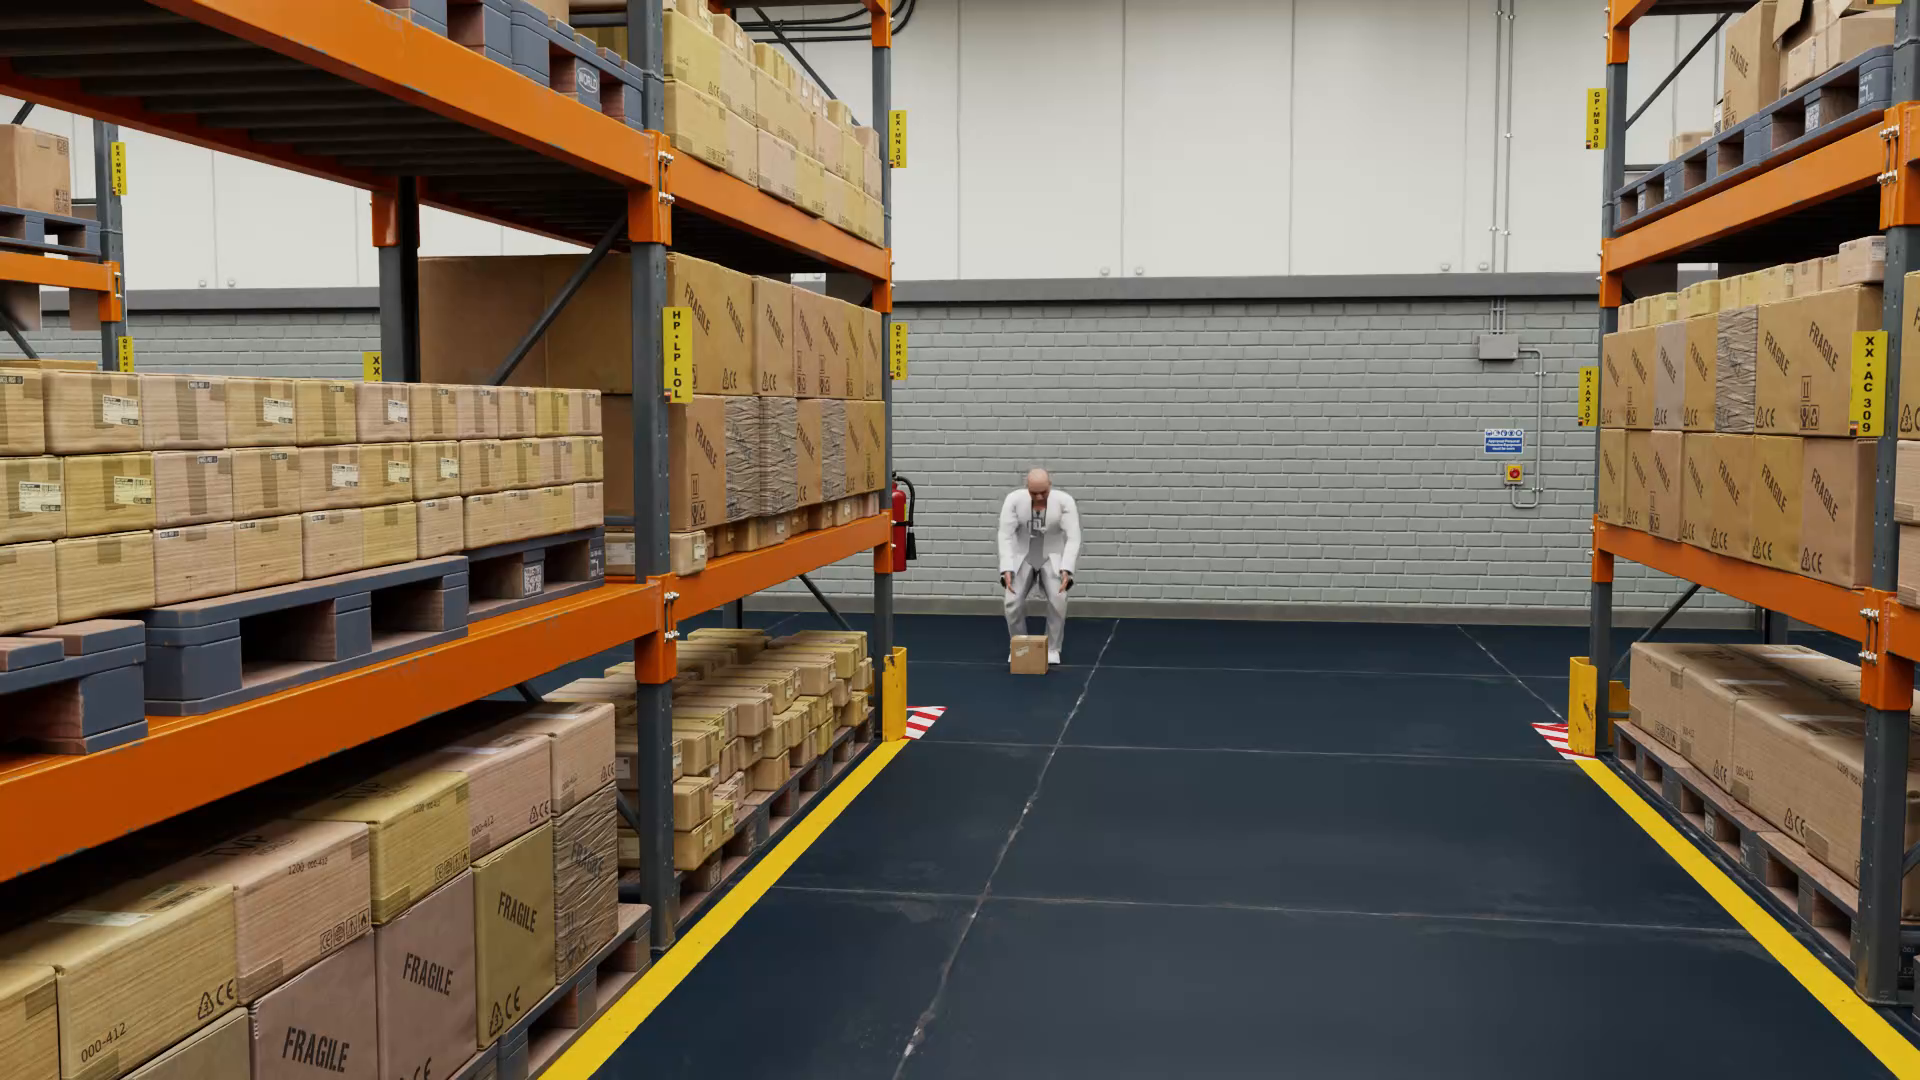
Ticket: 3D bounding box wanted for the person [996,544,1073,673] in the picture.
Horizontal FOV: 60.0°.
[{"bbox_3d":[0.550,0.498,12.460,0.587,0.911,0.951,0,4,6],"label":"person"}]
